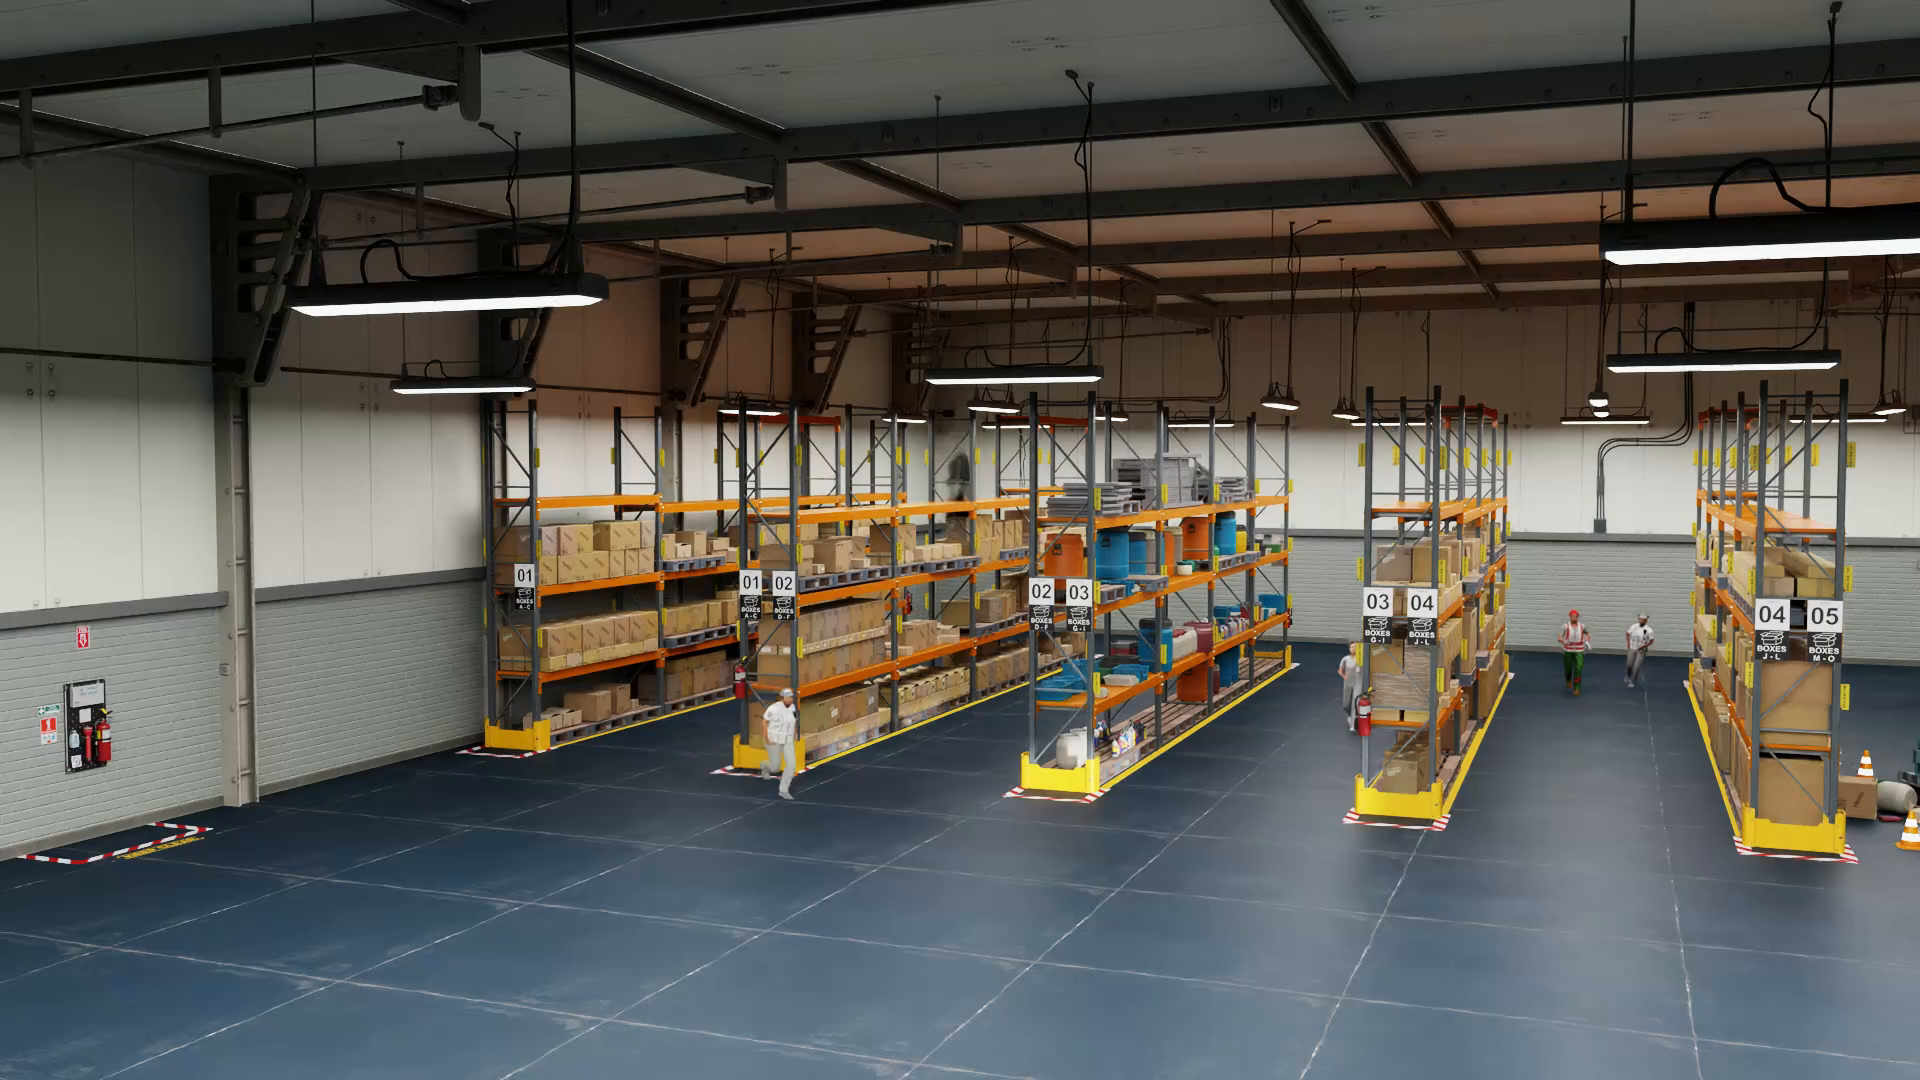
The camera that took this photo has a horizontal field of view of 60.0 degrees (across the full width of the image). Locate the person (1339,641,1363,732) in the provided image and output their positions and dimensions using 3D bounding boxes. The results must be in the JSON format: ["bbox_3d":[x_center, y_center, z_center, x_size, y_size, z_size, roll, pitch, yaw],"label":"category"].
[{"bbox_3d":[7.246,2.678,30.559,0.574,1.628,0.747,1,3,19],"label":"person"}]

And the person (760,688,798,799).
[{"bbox_3d":[-2.689,3.003,24.671,0.624,1.647,0.750,-2,4,-39],"label":"person"}]

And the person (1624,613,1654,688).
[{"bbox_3d":[14.784,2.406,36.244,0.610,1.665,0.512,2,3,30],"label":"person"}]

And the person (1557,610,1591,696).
[{"bbox_3d":[12.957,2.356,35.096,0.664,1.772,1.000,1,3,14],"label":"person"}]
